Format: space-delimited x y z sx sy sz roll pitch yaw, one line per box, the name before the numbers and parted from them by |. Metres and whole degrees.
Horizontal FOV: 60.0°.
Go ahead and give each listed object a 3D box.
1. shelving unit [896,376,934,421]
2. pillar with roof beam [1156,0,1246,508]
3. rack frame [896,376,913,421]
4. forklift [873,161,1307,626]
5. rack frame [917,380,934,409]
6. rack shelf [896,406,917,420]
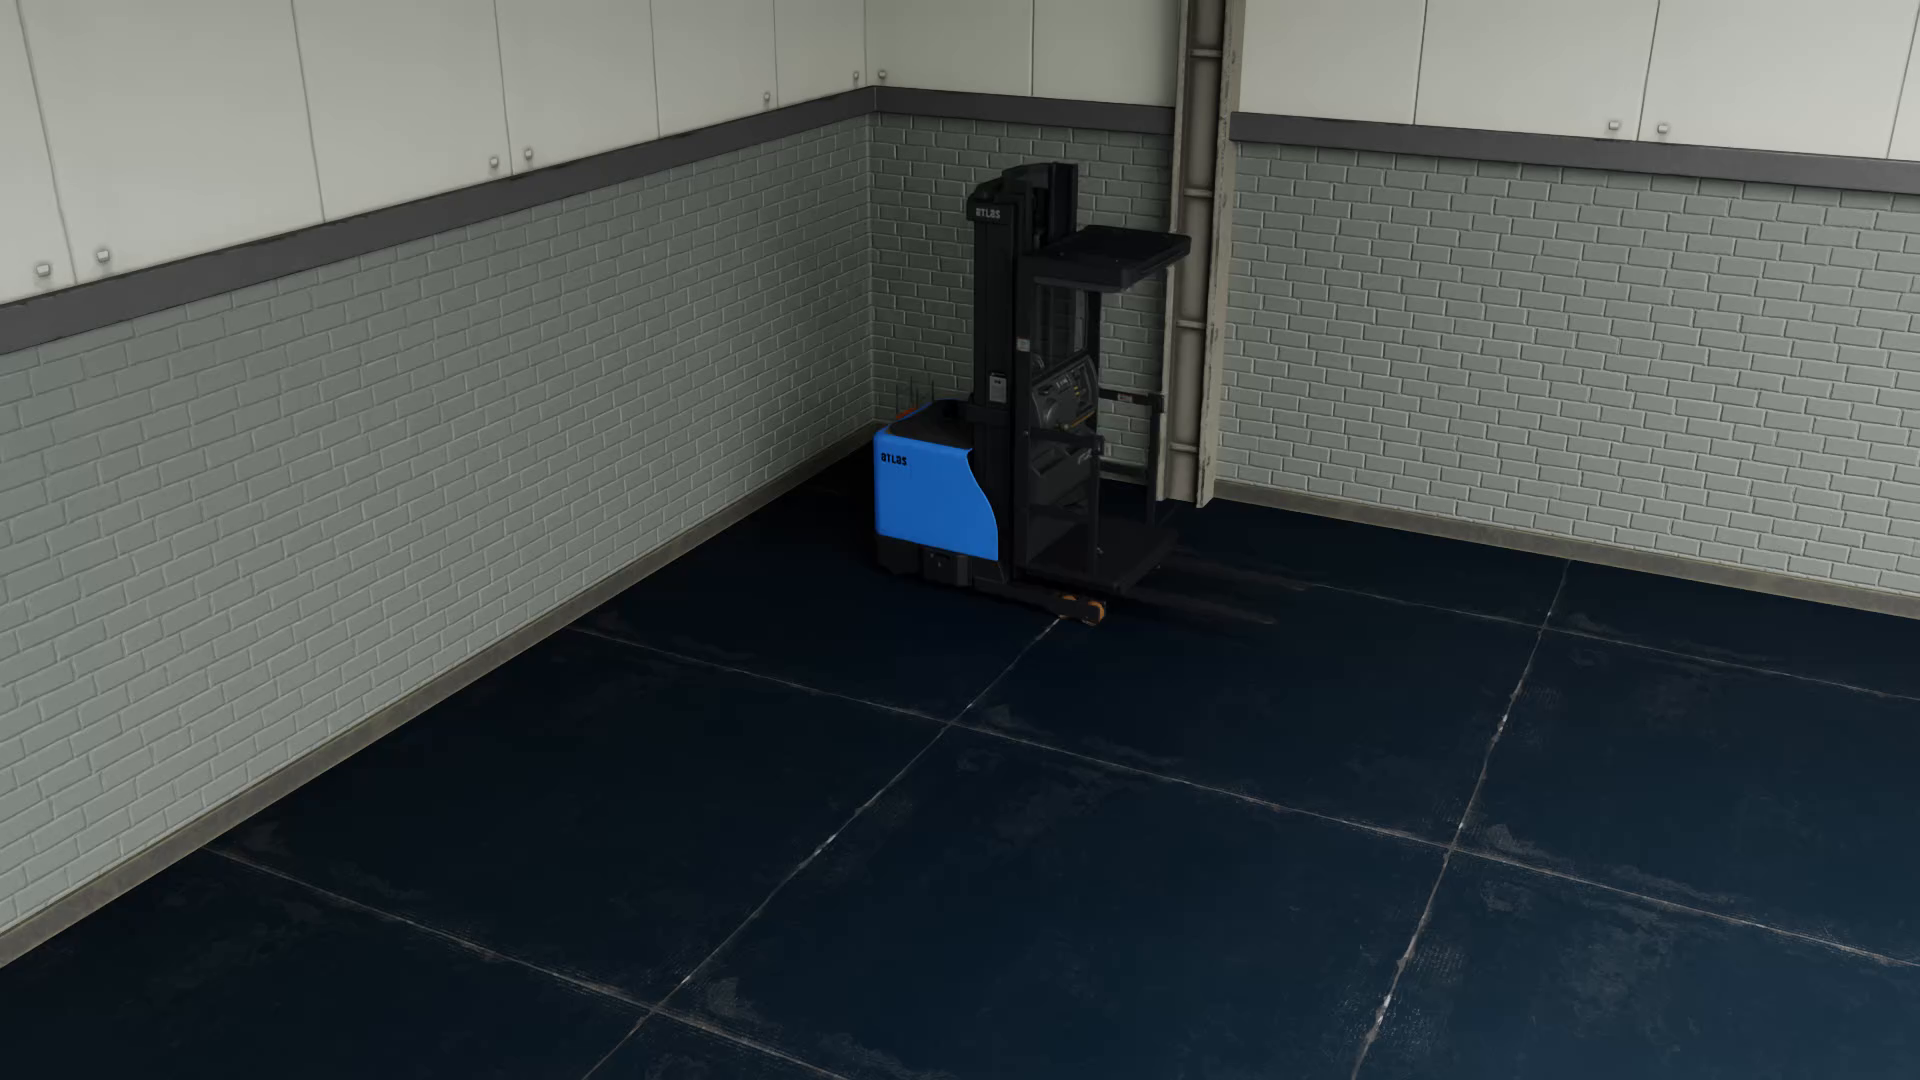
shelving unit | -0.339 -0.629 12.696 0.189 1.200 0.258 12 26 27
pillar with roof beam | -0.108 -2.981 8.261 0.400 9.000 9.100 11 25 25
rack frame | -0.418 -0.647 12.737 0.006 1.200 0.240 12 26 27
forklift | 0.903 -1.001 11.360 3.031 2.935 1.130 12 26 27
rack frame | -0.259 -0.611 12.654 0.006 1.200 0.240 12 26 27
rack shelf | -0.339 -0.919 12.572 0.180 0.103 0.258 12 26 27
